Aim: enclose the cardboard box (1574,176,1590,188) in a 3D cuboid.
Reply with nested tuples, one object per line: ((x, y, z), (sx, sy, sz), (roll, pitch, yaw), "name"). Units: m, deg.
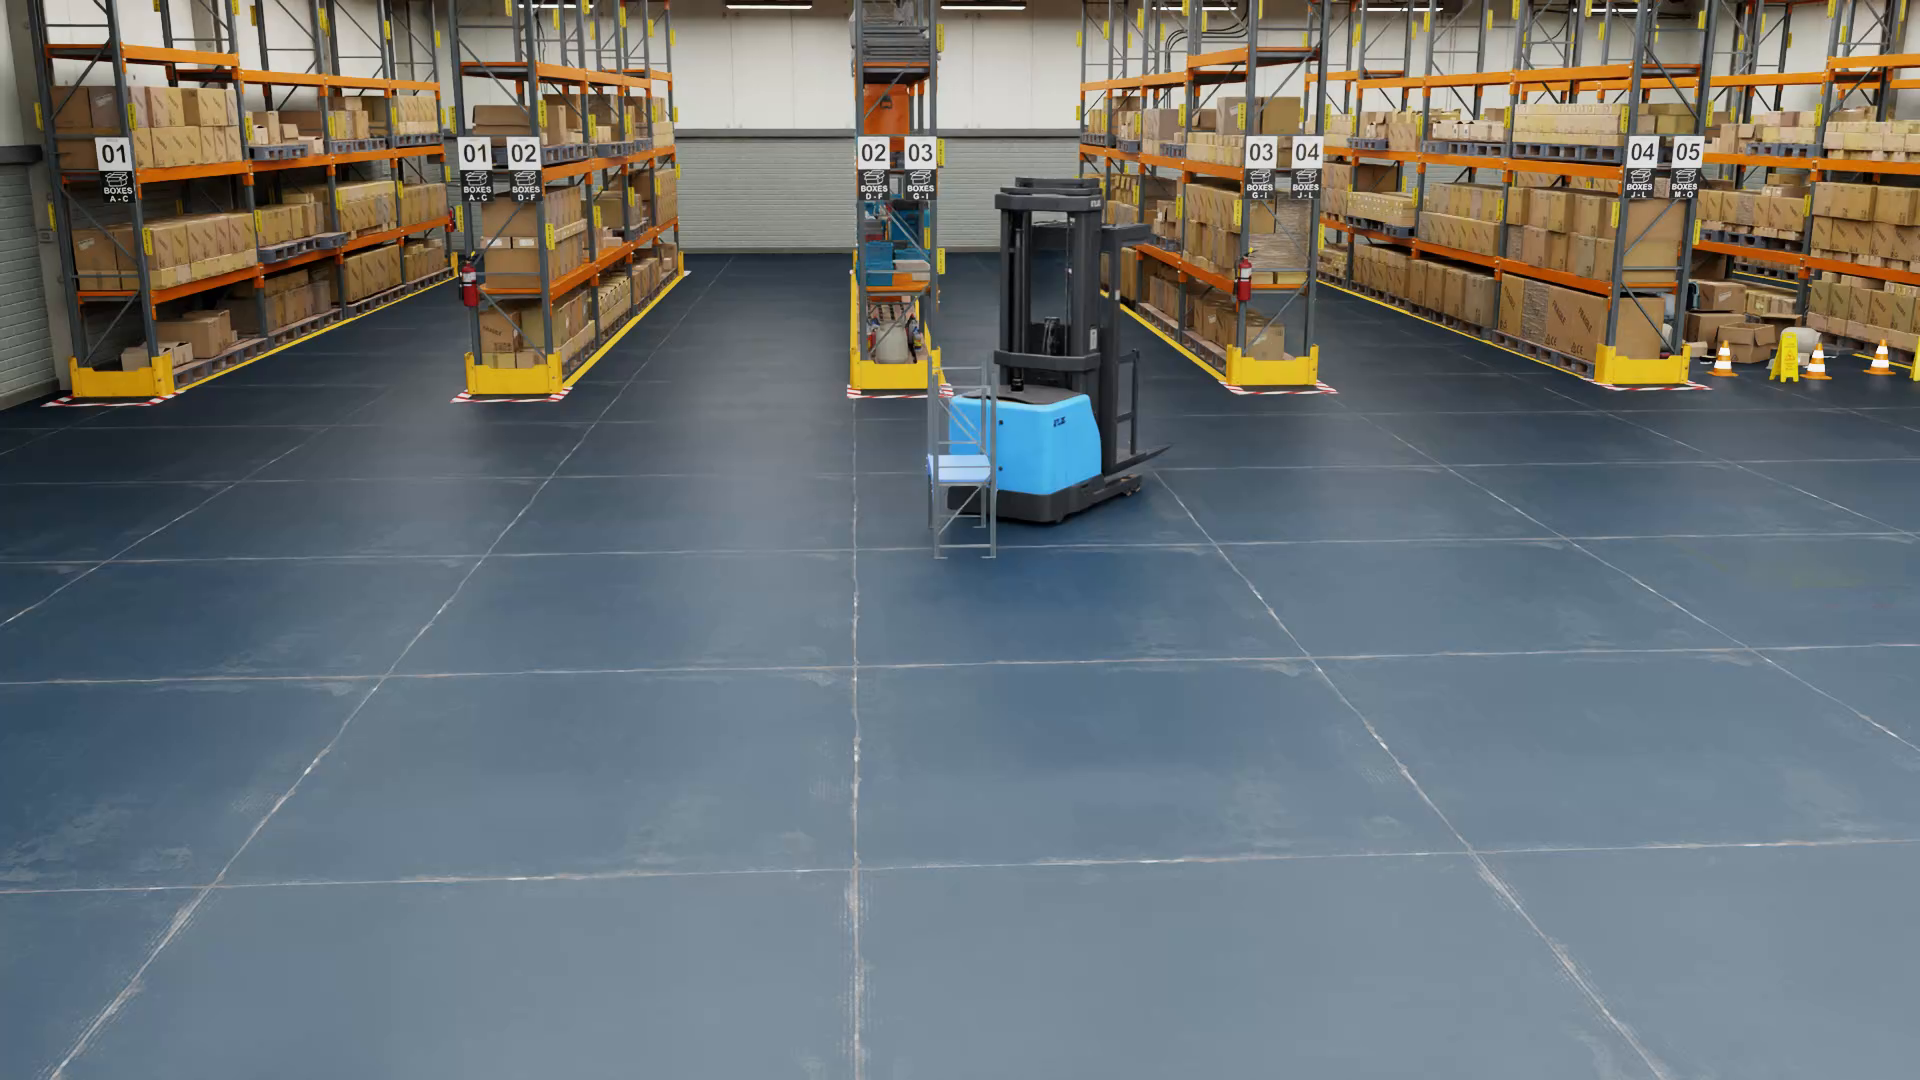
((12.991, -7.309, 34.205), (0.500, 0.500, 0.500), (-1, 14, -4), "cardboard box")

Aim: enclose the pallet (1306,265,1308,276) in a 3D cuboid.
((8.134, -5.984, 36.861), (1.003, 0.211, 1.213), (-1, 14, -3), "pallet")

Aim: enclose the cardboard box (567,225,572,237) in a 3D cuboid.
((-5.679, -4.351, 23.414), (0.380, 0.149, 0.250), (0, 14, -2), "cardboard box")

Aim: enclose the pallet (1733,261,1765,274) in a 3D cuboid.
((18.057, -6.168, 37.574), (1.003, 0.211, 1.213), (-1, 14, -3), "pallet")

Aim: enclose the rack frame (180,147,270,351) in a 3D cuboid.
((-10.931, -4.291, 24.684), (1.000, 3.000, 0.127), (-1, 14, -3), "rack frame")

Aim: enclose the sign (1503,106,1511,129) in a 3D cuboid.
((8.316, -6.416, 25.256), (0.100, 0.325, 0.005), (-1, 14, -3), "sign")

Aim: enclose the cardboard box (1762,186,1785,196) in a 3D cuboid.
((13.441, -5.734, 27.349), (0.380, 0.149, 0.250), (-2, 15, -6), "cardboard box")

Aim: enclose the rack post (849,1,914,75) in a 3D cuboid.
((-1.251, -7.934, 26.404), (1.013, 1.000, 3.121), (-1, 14, -3), "rack post")

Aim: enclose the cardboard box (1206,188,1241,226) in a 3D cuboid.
((3.780, -4.708, 23.502), (0.500, 0.500, 0.500), (-1, 14, -3), "cardboard box")

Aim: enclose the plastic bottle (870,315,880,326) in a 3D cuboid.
((-1.263, -3.169, 24.757), (0.144, 0.351, 0.185), (-1, 14, -3), "plastic bottle")

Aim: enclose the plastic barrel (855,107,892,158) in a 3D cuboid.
((-1.291, -6.262, 25.321), (0.600, 0.901, 0.708), (-1, 14, -3), "plastic barrel")

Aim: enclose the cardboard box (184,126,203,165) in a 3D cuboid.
((-10.542, -5.290, 22.306), (0.500, 0.500, 0.500), (0, 14, 0), "cardboard box")

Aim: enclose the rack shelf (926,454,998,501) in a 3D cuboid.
((0.005, -0.531, 13.802), (0.538, 0.185, 1.000), (-1, 14, -3), "rack shelf")

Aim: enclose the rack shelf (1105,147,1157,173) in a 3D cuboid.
((3.529, -7.117, 31.091), (1.077, 0.370, 4.000), (-1, 14, -3), "rack shelf")

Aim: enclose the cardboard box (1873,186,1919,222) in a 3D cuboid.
((13.739, -4.856, 24.077), (0.700, 0.500, 0.500), (-1, 14, -4), "cardboard box")

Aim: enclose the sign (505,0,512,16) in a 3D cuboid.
((-6.528, -7.753, 24.067), (0.100, 0.325, 0.005), (-1, 14, -3), "sign")

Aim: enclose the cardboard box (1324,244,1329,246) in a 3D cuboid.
((7.944, -6.465, 36.817), (0.380, 0.149, 0.250), (-1, 14, -2), "cardboard box")

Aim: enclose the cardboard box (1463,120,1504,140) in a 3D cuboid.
((8.529, -6.666, 27.029), (0.500, 0.311, 0.500), (-1, 14, -5), "cardboard box")

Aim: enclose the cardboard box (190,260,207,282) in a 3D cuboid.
((-10.468, -3.615, 22.318), (0.500, 0.250, 0.500), (-1, 14, -4), "cardboard box")

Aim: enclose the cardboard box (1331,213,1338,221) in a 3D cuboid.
((7.991, -6.769, 34.817), (0.380, 0.149, 0.250), (-2, 15, -6), "cardboard box")

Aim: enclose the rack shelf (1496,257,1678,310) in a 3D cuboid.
((8.981, -3.726, 23.932), (1.077, 0.370, 4.000), (-1, 14, -3), "rack shelf")

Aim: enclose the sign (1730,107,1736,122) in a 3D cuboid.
((17.460, -9.603, 37.555), (0.100, 0.325, 0.005), (-1, 14, -3), "sign")

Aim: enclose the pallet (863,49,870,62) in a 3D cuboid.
((-0.885, -6.555, 22.627), (1.003, 0.211, 1.213), (-1, 14, -3), "pallet")

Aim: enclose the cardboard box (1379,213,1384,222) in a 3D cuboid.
((8.060, -6.019, 31.060), (0.380, 0.149, 0.250), (-2, 15, -6), "cardboard box")

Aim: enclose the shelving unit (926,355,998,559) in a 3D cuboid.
((0.005, -0.705, 13.757), (0.538, 1.500, 1.048), (-1, 14, -3), "shelving unit")

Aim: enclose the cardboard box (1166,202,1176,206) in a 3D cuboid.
((3.861, -5.496, 28.324), (0.700, 0.500, 0.500), (1, 14, 5), "cardboard box")

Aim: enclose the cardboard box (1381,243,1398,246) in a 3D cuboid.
((8.660, -5.736, 32.969), (0.500, 0.250, 0.500), (-1, 14, -5), "cardboard box")

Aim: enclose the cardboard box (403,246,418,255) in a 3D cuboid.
((-11.210, -5.863, 33.666), (0.380, 0.149, 0.250), (0, 14, -2), "cardboard box")

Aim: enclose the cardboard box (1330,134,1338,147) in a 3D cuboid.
((8.010, -8.310, 34.585), (0.500, 0.250, 0.500), (-1, 14, -4), "cardboard box")

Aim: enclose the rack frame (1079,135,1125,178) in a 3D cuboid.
((3.157, -7.505, 37.175), (1.000, 3.000, 0.127), (-1, 14, -3), "rack frame")

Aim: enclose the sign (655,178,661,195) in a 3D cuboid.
((-5.929, -6.928, 32.610), (0.100, 0.325, 0.005), (-1, 14, -3), "sign")

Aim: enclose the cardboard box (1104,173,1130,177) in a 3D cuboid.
((3.450, -7.822, 36.608), (0.500, 0.500, 0.500), (-1, 14, -3), "cardboard box")

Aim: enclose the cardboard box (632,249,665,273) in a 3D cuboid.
((-6.604, -5.829, 34.789), (0.797, 0.503, 0.637), (-1, 14, -3), "cardboard box")

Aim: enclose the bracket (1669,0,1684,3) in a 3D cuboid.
((18.208, -13.756, 42.206), (0.235, 0.232, 0.430), (-1, 14, -3), "bracket")

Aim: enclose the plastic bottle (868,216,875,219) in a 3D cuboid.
((-1.681, -6.024, 31.670), (0.152, 0.276, 0.135), (-1, 14, -3), "plastic bottle")

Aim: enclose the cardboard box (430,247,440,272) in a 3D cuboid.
((-11.500, -5.971, 35.388), (0.700, 0.500, 0.500), (-1, 14, -4), "cardboard box")

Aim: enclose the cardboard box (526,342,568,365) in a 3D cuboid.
((-5.585, -2.506, 22.423), (0.500, 0.250, 0.500), (-1, 14, -3), "cardboard box")

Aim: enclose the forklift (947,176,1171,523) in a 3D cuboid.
((1.078, -1.885, 15.469), (1.130, 2.935, 3.031), (9, 17, 30), "forklift")

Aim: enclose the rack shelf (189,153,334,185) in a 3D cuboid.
((-11.055, -5.893, 26.333), (1.077, 0.370, 4.000), (-1, 14, -3), "rack shelf")

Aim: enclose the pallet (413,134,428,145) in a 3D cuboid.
((-11.539, -8.197, 34.022), (1.003, 0.211, 1.213), (-1, 14, -3), "pallet")

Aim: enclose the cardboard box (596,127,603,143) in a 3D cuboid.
((-6.076, -6.562, 26.949), (0.500, 0.250, 0.500), (-1, 14, -5), "cardboard box")

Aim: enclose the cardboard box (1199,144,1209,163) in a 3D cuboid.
((3.731, -5.529, 23.778), (0.500, 0.250, 0.500), (-1, 15, -6), "cardboard box")

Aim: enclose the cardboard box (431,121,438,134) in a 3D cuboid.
((-11.364, -8.729, 35.171), (0.500, 0.250, 0.500), (0, 14, -2), "cardboard box")

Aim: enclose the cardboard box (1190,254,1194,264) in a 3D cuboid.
((3.659, -4.216, 24.898), (0.380, 0.149, 0.250), (-1, 14, -3), "cardboard box")

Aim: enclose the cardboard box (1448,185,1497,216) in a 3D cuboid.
((8.694, -5.734, 28.086), (0.700, 0.500, 0.500), (-1, 14, -4), "cardboard box")

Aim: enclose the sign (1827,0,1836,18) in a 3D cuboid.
((13.238, -8.098, 25.248), (0.100, 0.325, 0.005), (-1, 14, -3), "sign")

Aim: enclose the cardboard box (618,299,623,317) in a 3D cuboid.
((-5.895, -3.855, 27.663), (0.500, 0.250, 0.500), (-1, 14, -2), "cardboard box")

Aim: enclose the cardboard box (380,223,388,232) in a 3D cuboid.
((-11.038, -5.897, 31.388), (0.380, 0.149, 0.250), (-1, 14, -3), "cardboard box")

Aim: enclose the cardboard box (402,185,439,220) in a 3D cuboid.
((-11.577, -7.113, 35.051), (0.980, 0.700, 0.700), (-1, 14, -4), "cardboard box")

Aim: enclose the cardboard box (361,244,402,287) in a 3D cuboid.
((-11.256, -5.283, 32.012), (0.750, 0.750, 0.750), (-1, 14, -3), "cardboard box")

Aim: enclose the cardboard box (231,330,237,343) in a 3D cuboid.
((-10.868, -2.999, 24.467), (0.380, 0.166, 0.250), (-3, 15, -11), "cardboard box")

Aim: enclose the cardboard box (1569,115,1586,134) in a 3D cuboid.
((8.736, -5.720, 22.877), (0.500, 0.250, 0.500), (-1, 14, -4), "cardboard box")

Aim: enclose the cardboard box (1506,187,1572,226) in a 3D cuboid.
((8.846, -5.075, 25.263), (0.875, 0.550, 0.550), (-1, 14, -3), "cardboard box")

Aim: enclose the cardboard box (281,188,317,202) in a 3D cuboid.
((-11.466, -5.960, 28.828), (0.500, 0.250, 0.500), (0, 14, -2), "cardboard box")

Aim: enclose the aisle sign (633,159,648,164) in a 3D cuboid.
((-7.028, -8.624, 36.308), (0.394, 0.787, 0.004), (-1, 14, -3), "aisle sign")
